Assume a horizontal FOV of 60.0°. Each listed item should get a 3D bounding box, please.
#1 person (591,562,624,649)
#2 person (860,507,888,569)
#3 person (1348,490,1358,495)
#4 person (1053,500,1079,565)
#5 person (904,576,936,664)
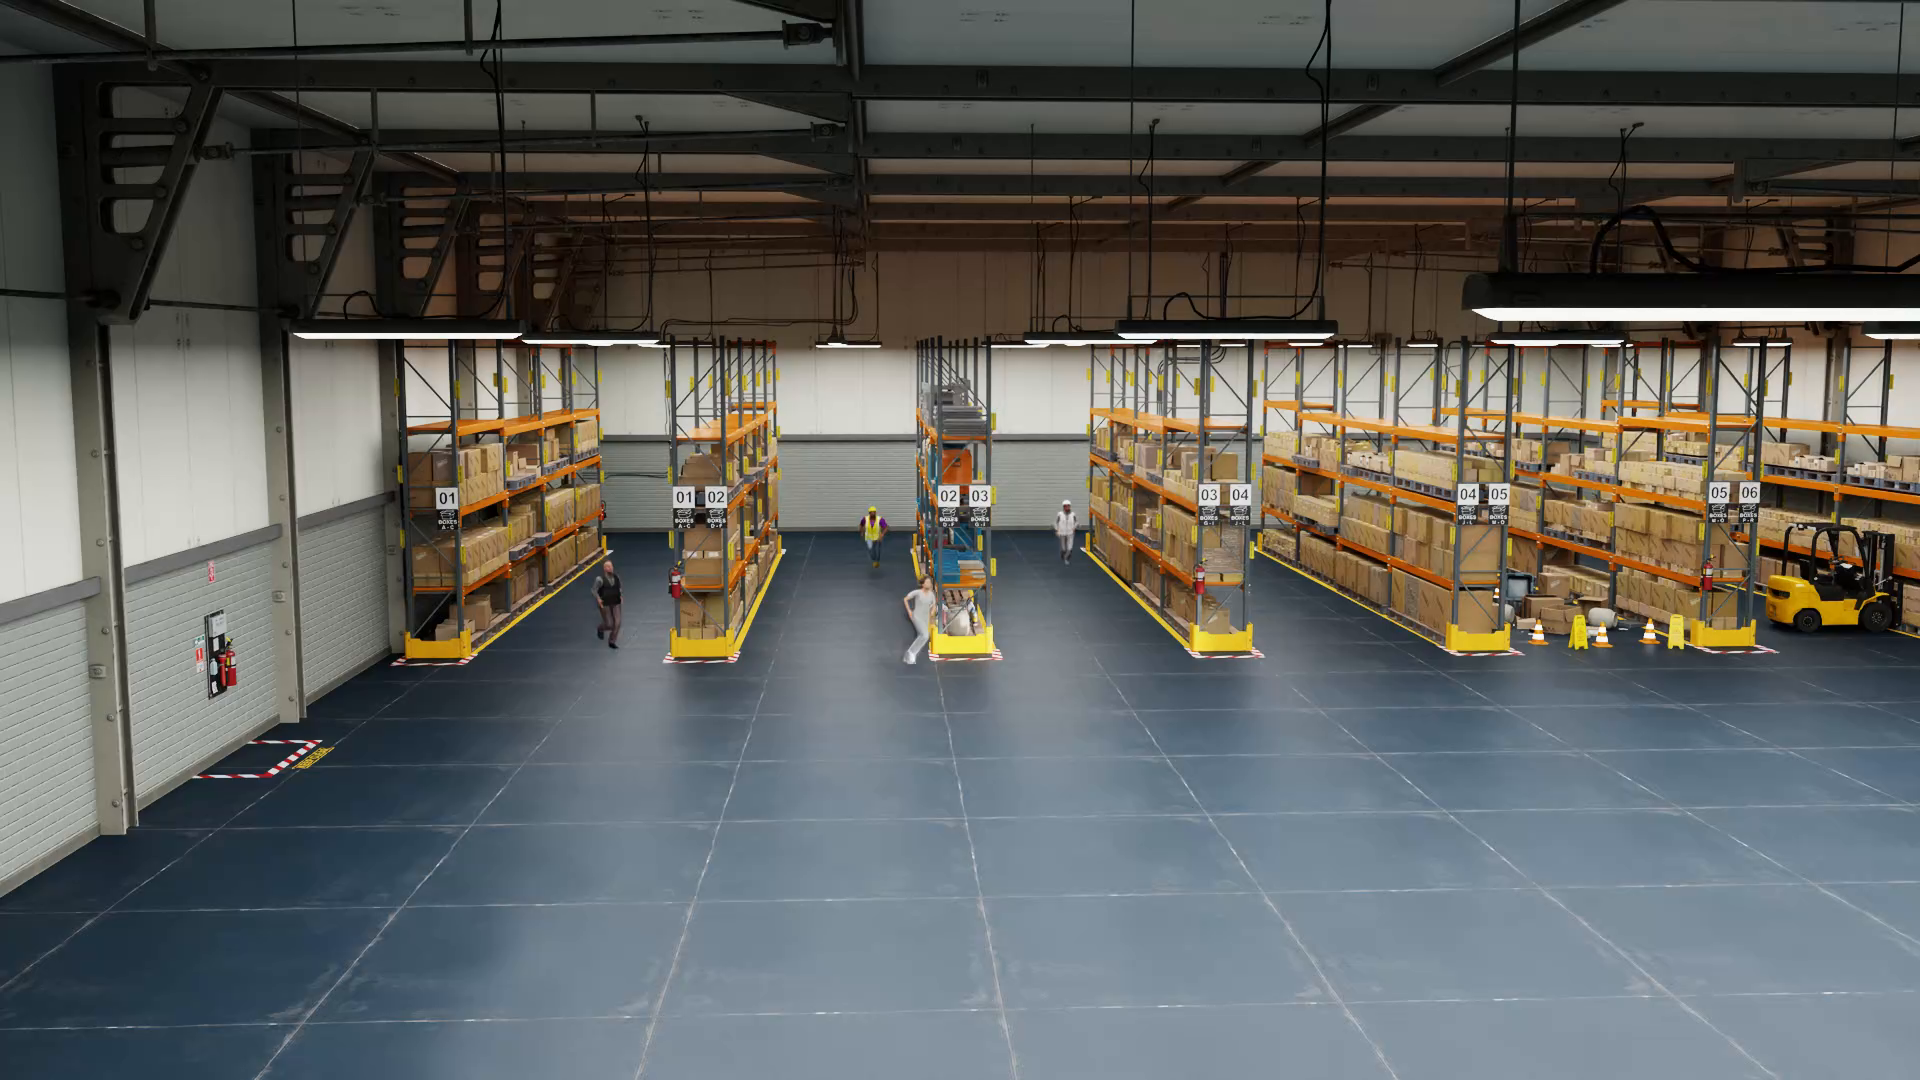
[{"bbox_3d":[-6.791,1.249,32.161,0.664,1.683,0.625,-5,8,-35],"label":"person"},{"bbox_3d":[-2.209,-0.042,42.497,0.726,1.651,0.924,0,6,0],"label":"person"},{"bbox_3d":[11.745,-0.669,49.285,0.643,1.648,0.648,0,6,-2],"label":"person"},{"bbox_3d":[2.723,-0.195,42.479,0.667,1.649,0.627,0,6,-2],"label":"person"},{"bbox_3d":[-0.688,1.462,30.398,0.578,1.604,0.618,-6,9,-41],"label":"person"}]
